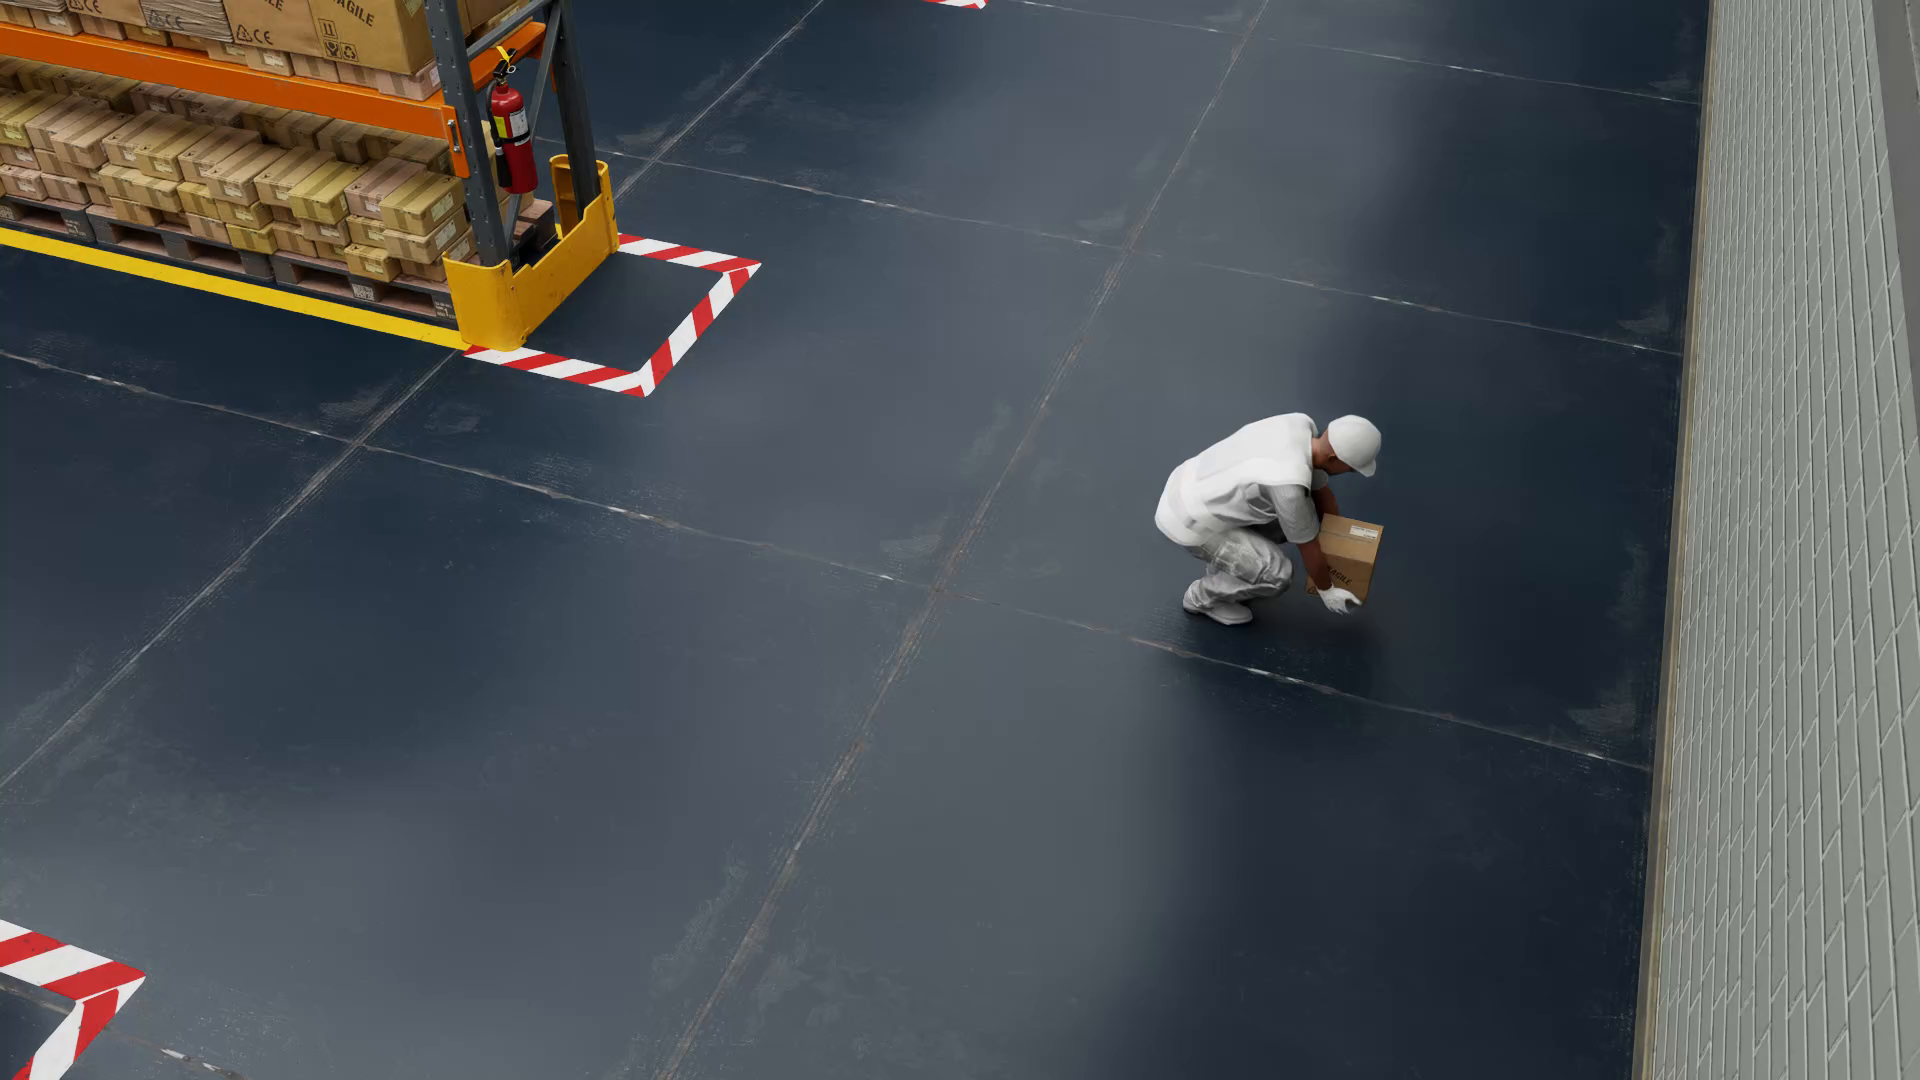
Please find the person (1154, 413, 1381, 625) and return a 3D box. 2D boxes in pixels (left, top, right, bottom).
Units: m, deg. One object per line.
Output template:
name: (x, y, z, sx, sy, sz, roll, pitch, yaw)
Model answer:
person: (1.284, -0.131, 6.893, 0.910, 1.005, 0.564, 13, 43, 14)
